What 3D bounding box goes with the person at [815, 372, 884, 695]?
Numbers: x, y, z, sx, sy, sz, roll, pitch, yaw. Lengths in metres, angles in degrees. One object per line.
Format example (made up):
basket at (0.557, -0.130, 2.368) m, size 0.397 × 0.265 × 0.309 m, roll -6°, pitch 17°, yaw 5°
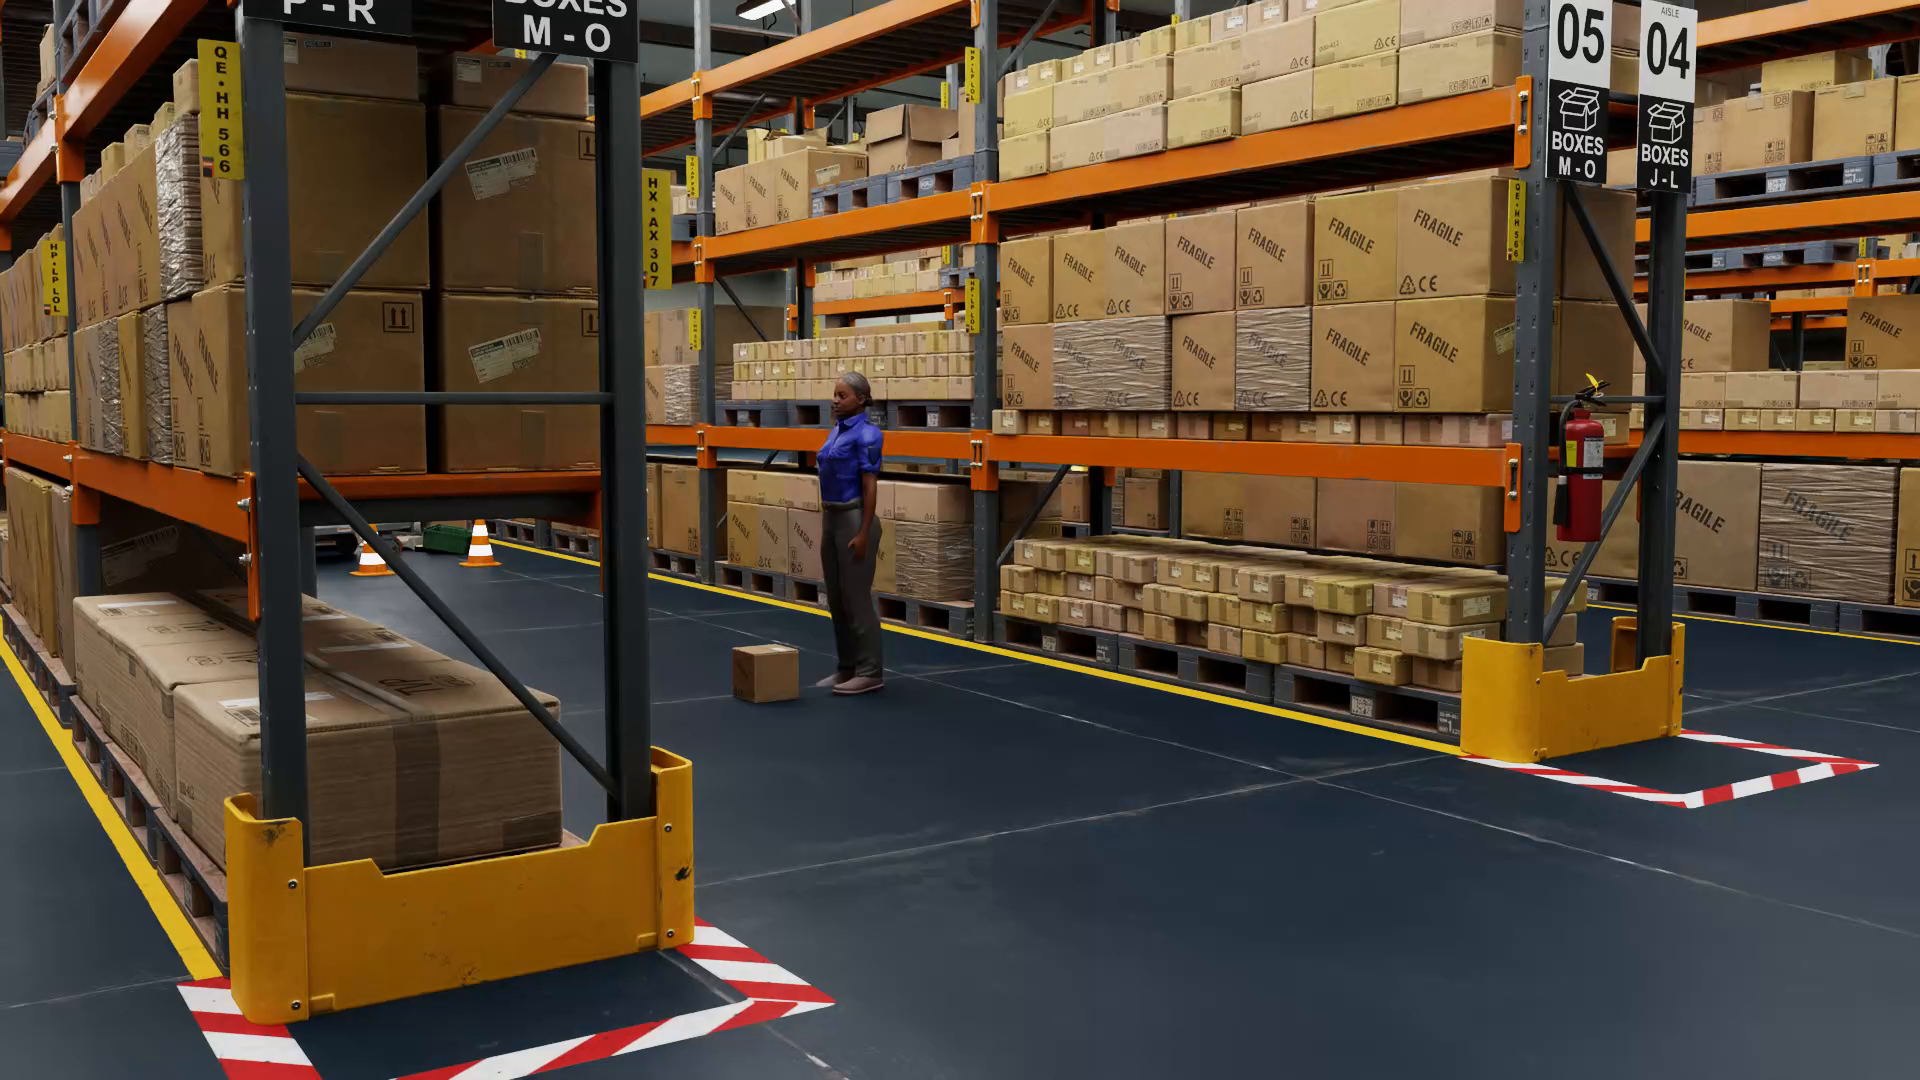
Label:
person at (-0.571, -0.026, 8.642) m, size 0.327 × 1.691 × 0.462 m, roll -3°, pitch 6°, yaw -32°
